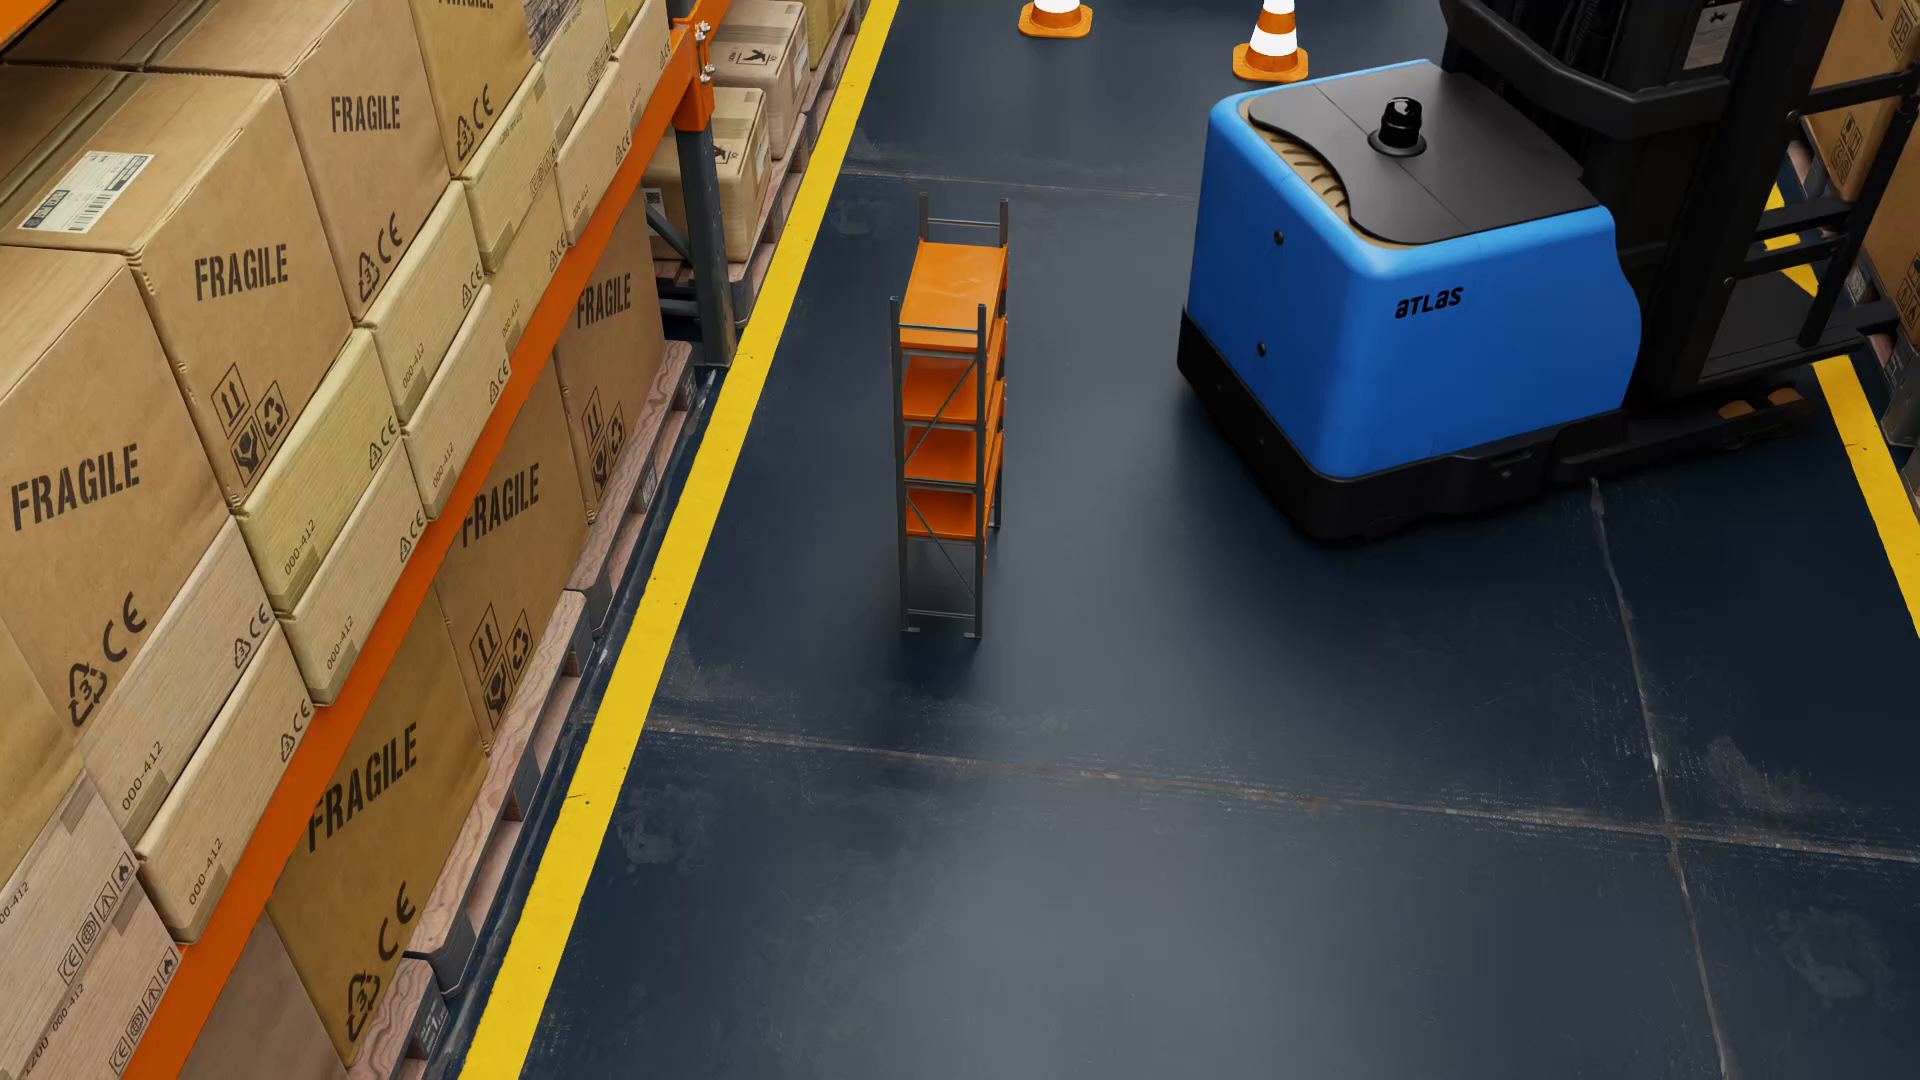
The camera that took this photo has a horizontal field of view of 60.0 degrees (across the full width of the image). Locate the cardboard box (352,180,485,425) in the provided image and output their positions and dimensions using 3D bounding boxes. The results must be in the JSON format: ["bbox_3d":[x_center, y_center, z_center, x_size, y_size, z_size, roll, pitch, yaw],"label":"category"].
[{"bbox_3d":[-1.294,-0.497,3.338,0.500,0.250,0.500,4,44,4],"label":"cardboard box"}]

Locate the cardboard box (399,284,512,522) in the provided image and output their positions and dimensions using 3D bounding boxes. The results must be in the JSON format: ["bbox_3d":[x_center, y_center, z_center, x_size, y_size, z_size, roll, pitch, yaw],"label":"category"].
[{"bbox_3d":[-1.286,-0.313,3.508,0.500,0.250,0.500,5,44,5],"label":"cardboard box"}]

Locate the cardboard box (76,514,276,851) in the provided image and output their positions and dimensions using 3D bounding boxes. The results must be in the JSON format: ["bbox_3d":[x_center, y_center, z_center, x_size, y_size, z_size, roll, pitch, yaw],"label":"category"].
[{"bbox_3d":[-1.452,0.190,2.614,0.500,0.250,0.500,6,44,6],"label":"cardboard box"}]

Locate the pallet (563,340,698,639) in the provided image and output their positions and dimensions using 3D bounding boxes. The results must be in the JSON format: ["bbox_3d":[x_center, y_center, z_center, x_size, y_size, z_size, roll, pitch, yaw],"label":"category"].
[{"bbox_3d":[-1.481,-0.234,5.344,1.003,0.211,1.213,5,44,6],"label":"pallet"}]

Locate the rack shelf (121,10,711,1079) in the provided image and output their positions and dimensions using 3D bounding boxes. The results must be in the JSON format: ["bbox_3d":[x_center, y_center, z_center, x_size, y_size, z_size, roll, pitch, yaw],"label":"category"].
[{"bbox_3d":[-1.567,-0.153,3.753,1.077,0.370,4.000,5,44,6],"label":"rack shelf"}]

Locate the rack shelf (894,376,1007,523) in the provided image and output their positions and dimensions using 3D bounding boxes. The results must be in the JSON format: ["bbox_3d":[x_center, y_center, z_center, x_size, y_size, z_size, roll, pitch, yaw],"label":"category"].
[{"bbox_3d":[-0.022,-0.274,4.765,0.258,0.148,0.480,5,44,6],"label":"rack shelf"}]

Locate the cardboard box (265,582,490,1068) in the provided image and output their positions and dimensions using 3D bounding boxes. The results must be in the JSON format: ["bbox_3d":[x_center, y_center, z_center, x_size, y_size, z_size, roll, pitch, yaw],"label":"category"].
[{"bbox_3d":[-1.717,0.522,3.757,0.875,0.875,0.875,6,44,7],"label":"cardboard box"}]

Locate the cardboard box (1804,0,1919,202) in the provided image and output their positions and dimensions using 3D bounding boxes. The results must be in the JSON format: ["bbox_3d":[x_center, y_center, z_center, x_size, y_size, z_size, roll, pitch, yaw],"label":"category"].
[{"bbox_3d":[3.900,-1.735,6.231,1.050,0.750,0.750,6,44,6],"label":"cardboard box"}]

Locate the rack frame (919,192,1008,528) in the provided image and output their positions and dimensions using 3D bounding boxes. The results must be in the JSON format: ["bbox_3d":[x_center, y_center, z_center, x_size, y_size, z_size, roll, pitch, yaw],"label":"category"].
[{"bbox_3d":[0.010,-0.489,4.894,0.240,1.200,0.015,5,44,6],"label":"rack frame"}]

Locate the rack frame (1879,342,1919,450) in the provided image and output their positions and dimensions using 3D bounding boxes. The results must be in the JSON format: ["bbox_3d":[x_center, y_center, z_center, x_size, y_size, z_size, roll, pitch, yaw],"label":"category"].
[{"bbox_3d":[3.618,-1.396,4.543,1.000,3.000,0.127,5,44,6],"label":"rack frame"}]

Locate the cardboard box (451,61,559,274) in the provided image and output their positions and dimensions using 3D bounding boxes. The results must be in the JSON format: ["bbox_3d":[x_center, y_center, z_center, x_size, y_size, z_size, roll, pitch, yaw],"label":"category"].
[{"bbox_3d":[-1.226,-0.851,3.712,0.500,0.250,0.500,4,44,4],"label":"cardboard box"}]

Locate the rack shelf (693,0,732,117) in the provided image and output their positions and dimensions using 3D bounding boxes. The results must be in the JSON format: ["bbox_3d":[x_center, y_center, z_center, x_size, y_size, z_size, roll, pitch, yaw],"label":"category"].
[{"bbox_3d":[-1.038,-2.879,6.632,1.077,0.370,4.000,5,44,6],"label":"rack shelf"}]

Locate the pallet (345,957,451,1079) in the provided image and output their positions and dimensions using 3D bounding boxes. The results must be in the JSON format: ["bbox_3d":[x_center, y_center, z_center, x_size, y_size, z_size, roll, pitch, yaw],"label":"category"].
[{"bbox_3d":[-1.804,1.429,3.588,1.003,0.211,1.213,5,44,6],"label":"pallet"}]

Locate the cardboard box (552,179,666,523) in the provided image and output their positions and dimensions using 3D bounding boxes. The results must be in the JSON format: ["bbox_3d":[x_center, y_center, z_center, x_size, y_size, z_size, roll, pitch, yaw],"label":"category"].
[{"bbox_3d":[-1.476,-0.695,5.042,0.875,0.875,0.875,5,44,5],"label":"cardboard box"}]

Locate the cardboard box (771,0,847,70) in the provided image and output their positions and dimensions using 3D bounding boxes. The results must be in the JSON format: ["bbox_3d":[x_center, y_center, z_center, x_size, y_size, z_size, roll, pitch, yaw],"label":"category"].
[{"bbox_3d":[-1.022,-2.380,7.187,0.950,0.372,0.625,7,44,7],"label":"cardboard box"}]

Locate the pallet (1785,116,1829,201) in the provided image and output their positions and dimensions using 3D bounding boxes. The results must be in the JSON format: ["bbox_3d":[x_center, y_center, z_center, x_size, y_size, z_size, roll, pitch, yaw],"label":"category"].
[{"bbox_3d":[3.960,-1.743,6.937,1.003,0.211,1.213,5,44,6],"label":"pallet"}]

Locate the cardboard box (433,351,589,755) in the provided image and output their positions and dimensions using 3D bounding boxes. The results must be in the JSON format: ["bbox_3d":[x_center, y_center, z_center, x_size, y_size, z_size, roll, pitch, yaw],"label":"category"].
[{"bbox_3d":[-1.598,-0.088,4.401,0.875,0.875,0.875,6,44,6],"label":"cardboard box"}]

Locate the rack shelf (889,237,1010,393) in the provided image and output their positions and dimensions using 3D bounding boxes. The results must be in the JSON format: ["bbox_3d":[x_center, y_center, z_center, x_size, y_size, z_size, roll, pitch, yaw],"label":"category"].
[{"bbox_3d":[-0.022,-0.608,4.448,0.258,0.148,0.480,5,44,6],"label":"rack shelf"}]

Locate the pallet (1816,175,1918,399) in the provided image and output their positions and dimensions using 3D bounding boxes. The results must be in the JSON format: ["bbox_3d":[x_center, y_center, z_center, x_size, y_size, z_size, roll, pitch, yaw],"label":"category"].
[{"bbox_3d":[3.797,-0.914,6.062,1.003,0.211,1.213,5,44,6],"label":"pallet"}]

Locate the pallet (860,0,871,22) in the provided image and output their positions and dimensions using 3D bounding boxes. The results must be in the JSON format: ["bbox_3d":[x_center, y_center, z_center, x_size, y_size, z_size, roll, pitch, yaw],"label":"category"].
[{"bbox_3d":[-0.875,-2.960,8.223,1.003,0.211,1.213,5,44,6],"label":"pallet"}]

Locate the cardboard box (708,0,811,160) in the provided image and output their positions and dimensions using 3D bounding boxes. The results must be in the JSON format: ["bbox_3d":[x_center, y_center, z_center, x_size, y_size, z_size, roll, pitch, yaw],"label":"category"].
[{"bbox_3d":[-1.128,-1.863,6.642,0.950,0.372,0.625,4,44,5],"label":"cardboard box"}]

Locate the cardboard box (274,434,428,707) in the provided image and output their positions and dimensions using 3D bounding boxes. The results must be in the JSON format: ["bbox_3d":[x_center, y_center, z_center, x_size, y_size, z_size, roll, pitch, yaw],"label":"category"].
[{"bbox_3d":[-1.361,0.027,3.149,0.500,0.250,0.500,5,44,5],"label":"cardboard box"}]

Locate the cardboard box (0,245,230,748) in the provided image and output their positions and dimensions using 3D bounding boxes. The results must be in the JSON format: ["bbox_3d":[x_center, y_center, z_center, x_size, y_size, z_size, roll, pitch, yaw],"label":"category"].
[{"bbox_3d":[-1.448,-0.074,2.346,0.500,0.500,0.500,5,44,5],"label":"cardboard box"}]

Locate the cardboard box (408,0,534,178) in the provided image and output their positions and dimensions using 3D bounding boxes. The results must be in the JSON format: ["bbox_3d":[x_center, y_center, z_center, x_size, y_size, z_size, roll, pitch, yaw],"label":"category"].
[{"bbox_3d":[-1.243,-1.112,3.443,0.500,0.500,0.500,5,44,6],"label":"cardboard box"}]

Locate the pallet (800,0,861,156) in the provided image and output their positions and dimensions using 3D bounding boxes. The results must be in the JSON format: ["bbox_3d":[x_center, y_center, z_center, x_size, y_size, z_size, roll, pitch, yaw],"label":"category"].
[{"bbox_3d":[-1.034,-2.126,7.342,1.003,0.211,1.213,5,44,6],"label":"pallet"}]

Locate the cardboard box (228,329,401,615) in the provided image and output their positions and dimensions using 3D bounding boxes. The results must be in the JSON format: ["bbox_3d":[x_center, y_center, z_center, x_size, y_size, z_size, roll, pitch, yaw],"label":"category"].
[{"bbox_3d":[-1.359,-0.152,2.974,0.500,0.250,0.500,6,44,6],"label":"cardboard box"}]

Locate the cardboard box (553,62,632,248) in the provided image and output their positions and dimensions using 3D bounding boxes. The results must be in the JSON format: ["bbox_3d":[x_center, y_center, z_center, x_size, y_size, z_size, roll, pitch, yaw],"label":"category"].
[{"bbox_3d":[-1.164,-1.005,4.239,0.500,0.250,0.500,6,44,6],"label":"cardboard box"}]

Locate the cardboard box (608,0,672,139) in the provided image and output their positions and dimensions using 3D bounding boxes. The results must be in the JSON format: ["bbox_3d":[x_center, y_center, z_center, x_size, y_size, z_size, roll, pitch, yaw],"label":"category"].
[{"bbox_3d":[-1.112,-1.355,4.608,0.500,0.250,0.500,4,44,4],"label":"cardboard box"}]

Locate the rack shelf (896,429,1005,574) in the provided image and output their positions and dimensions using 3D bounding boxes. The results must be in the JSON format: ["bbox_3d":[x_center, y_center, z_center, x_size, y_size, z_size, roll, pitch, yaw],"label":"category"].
[{"bbox_3d":[-0.022,-0.130,4.901,0.258,0.148,0.480,5,44,6],"label":"rack shelf"}]

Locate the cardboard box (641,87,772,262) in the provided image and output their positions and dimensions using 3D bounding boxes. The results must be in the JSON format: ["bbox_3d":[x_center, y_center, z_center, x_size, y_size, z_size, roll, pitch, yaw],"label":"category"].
[{"bbox_3d":[-1.218,-1.360,6.110,0.950,0.372,0.625,3,43,3],"label":"cardboard box"}]

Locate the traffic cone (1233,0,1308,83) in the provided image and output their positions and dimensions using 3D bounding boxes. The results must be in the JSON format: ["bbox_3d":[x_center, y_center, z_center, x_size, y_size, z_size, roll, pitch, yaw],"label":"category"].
[{"bbox_3d":[1.403,-2.321,7.365,0.336,0.463,0.334,5,44,6],"label":"traffic cone"}]

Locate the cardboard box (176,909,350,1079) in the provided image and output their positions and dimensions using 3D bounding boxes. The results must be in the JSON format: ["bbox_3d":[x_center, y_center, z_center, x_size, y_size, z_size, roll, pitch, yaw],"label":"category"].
[{"bbox_3d":[-1.828,1.138,3.106,0.875,0.875,0.875,6,44,7],"label":"cardboard box"}]

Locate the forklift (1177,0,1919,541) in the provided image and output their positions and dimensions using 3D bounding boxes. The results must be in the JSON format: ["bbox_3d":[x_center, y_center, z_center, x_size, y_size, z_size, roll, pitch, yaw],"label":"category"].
[{"bbox_3d":[2.327,-1.692,4.905,3.031,2.935,1.130,-14,45,-15],"label":"forklift"}]

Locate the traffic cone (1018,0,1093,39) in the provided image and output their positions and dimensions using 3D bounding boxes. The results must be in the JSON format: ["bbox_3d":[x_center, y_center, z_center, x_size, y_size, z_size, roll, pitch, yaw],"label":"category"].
[{"bbox_3d":[0.450,-2.610,7.670,0.336,0.463,0.334,5,44,6],"label":"traffic cone"}]

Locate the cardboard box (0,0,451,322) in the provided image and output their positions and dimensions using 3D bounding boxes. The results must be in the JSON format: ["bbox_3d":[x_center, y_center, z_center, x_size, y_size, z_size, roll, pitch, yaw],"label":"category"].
[{"bbox_3d":[-1.317,-0.768,3.079,0.500,0.500,0.500,5,44,5],"label":"cardboard box"}]

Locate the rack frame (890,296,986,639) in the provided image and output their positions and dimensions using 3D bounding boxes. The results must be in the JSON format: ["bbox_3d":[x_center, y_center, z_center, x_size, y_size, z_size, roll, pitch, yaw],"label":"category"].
[{"bbox_3d":[-0.054,-0.157,4.543,0.240,1.200,0.015,5,44,6],"label":"rack frame"}]

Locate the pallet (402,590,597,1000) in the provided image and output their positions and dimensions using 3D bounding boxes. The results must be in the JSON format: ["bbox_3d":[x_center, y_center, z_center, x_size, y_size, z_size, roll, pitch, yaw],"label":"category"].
[{"bbox_3d":[-1.645,0.595,4.468,1.003,0.211,1.213,5,44,6],"label":"pallet"}]

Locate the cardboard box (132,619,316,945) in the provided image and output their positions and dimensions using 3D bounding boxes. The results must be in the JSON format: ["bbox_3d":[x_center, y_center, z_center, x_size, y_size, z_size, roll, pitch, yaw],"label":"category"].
[{"bbox_3d":[-1.444,0.375,2.782,0.500,0.250,0.500,4,44,4],"label":"cardboard box"}]

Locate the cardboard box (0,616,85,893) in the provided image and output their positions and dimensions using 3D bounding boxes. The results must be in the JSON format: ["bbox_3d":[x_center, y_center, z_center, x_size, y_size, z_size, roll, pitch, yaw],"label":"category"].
[{"bbox_3d":[-1.488,0.276,1.977,0.500,0.500,0.500,6,44,6],"label":"cardboard box"}]

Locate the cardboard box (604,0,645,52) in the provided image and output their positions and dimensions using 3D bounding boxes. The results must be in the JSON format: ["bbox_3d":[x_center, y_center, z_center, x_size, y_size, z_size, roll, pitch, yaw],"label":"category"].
[{"bbox_3d":[-1.115,-1.551,4.452,0.500,0.250,0.500,5,44,5],"label":"cardboard box"}]

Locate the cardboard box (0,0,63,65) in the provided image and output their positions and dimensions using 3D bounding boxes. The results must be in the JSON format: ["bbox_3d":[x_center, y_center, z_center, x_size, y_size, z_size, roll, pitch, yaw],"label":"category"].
[{"bbox_3d":[-1.820,-0.829,3.144,0.500,0.500,0.500,6,44,6],"label":"cardboard box"}]

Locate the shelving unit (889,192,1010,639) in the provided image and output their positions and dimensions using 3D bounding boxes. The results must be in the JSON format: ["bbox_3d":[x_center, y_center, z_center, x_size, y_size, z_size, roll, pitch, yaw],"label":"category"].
[{"bbox_3d":[-0.022,-0.323,4.718,0.258,1.200,0.503,5,44,6],"label":"shelving unit"}]

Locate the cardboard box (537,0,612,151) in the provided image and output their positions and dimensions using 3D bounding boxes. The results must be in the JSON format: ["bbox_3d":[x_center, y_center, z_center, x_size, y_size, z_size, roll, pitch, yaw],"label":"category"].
[{"bbox_3d":[-1.179,-1.201,4.083,0.500,0.250,0.500,4,44,4],"label":"cardboard box"}]

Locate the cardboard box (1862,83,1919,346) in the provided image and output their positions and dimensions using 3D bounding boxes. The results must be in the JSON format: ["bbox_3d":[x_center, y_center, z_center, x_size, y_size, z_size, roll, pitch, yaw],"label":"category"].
[{"bbox_3d":[3.787,-1.139,5.602,1.050,0.750,0.750,5,44,5],"label":"cardboard box"}]

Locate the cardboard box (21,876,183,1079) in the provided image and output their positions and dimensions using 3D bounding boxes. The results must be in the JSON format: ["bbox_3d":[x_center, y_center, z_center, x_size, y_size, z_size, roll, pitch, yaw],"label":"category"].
[{"bbox_3d":[-1.511,0.727,2.409,0.500,0.250,0.500,4,44,5],"label":"cardboard box"}]

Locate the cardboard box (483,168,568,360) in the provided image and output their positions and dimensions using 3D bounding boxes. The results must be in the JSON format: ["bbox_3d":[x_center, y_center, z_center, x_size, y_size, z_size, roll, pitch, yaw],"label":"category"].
[{"bbox_3d":[-1.246,-0.663,3.878,0.500,0.250,0.500,5,44,5],"label":"cardboard box"}]

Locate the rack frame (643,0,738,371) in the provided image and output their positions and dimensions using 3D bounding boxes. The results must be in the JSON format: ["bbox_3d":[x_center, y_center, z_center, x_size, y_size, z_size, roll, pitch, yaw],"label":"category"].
[{"bbox_3d":[-1.302,-1.777,4.945,1.000,3.000,0.127,5,44,6],"label":"rack frame"}]

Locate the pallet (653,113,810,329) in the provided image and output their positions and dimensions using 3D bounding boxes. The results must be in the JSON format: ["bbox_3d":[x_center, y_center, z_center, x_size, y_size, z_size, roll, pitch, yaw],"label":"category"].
[{"bbox_3d":[-1.198,-1.297,6.466,1.003,0.211,1.213,5,44,6],"label":"pallet"}]

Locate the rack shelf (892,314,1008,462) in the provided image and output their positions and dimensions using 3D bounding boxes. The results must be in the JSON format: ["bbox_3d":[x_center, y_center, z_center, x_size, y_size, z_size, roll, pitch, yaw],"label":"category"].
[{"bbox_3d":[-0.022,-0.436,4.611,0.258,0.148,0.480,5,44,6],"label":"rack shelf"}]

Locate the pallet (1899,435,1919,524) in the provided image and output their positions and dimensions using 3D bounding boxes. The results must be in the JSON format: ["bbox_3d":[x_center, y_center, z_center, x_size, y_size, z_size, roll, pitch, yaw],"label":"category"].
[{"bbox_3d":[3.513,0.149,4.939,1.003,0.211,1.213,5,44,6],"label":"pallet"}]

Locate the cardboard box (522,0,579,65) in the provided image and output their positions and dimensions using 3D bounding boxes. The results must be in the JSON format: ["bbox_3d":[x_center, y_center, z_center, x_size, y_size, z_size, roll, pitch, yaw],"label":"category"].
[{"bbox_3d":[-1.171,-1.450,3.800,0.500,0.500,0.500,6,44,6],"label":"cardboard box"}]

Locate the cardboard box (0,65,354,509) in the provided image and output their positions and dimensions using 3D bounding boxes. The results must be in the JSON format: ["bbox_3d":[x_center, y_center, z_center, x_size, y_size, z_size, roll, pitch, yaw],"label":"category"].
[{"bbox_3d":[-1.379,-0.415,2.707,0.500,0.500,0.500,4,44,4],"label":"cardboard box"}]

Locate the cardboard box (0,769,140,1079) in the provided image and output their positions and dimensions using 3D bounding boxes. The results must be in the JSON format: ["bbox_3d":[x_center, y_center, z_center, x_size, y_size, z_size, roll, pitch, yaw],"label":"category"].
[{"bbox_3d":[-1.493,0.548,2.236,0.500,0.250,0.500,4,44,4],"label":"cardboard box"}]
